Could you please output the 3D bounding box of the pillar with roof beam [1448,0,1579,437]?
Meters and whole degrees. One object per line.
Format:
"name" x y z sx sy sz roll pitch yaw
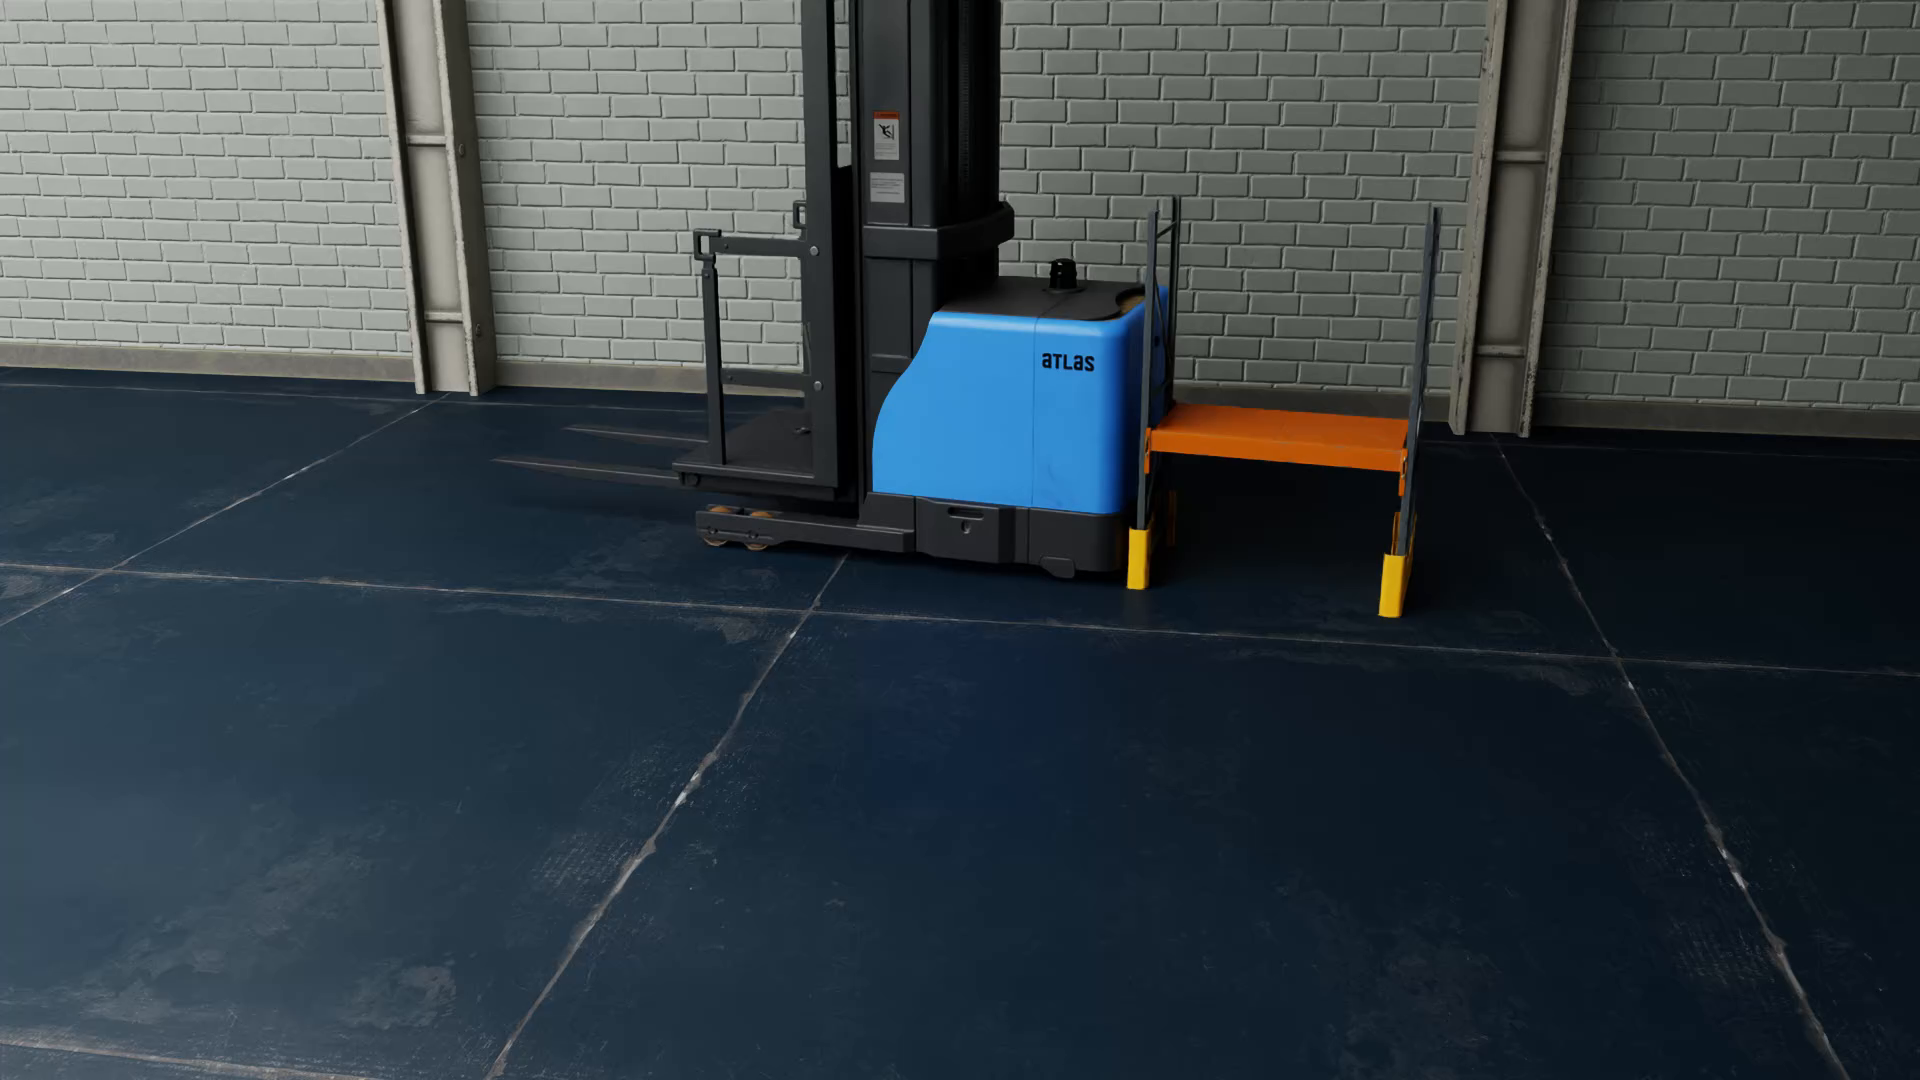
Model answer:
"pillar with roof beam" 2.216 -3.529 3.668 0.400 9.000 9.100 3 19 9

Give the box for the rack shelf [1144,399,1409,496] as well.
"rack shelf" 1.285 -0.379 6.640 1.000 0.185 0.538 6 19 17

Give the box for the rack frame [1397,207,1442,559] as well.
"rack frame" 1.767 -0.499 6.431 0.032 1.500 0.500 6 19 17

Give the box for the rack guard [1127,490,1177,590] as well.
"rack guard" 0.803 -0.008 6.932 0.087 0.250 0.587 6 19 17

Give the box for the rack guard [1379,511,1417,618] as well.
"rack guard" 1.749 0.092 6.635 0.087 0.250 0.587 6 19 17

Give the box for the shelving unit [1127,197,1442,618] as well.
"shelving unit" 1.276 -0.551 6.585 1.083 1.500 0.587 6 19 17

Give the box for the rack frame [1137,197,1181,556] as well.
"rack frame" 0.802 -0.601 6.734 0.032 1.500 0.500 6 19 17

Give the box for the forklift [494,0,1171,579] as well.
"forklift" -0.626 -1.496 7.155 3.031 2.935 1.130 6 19 18

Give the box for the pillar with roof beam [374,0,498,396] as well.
"pillar with roof beam" -3.708 -3.831 4.570 0.400 9.000 9.100 3 19 9
